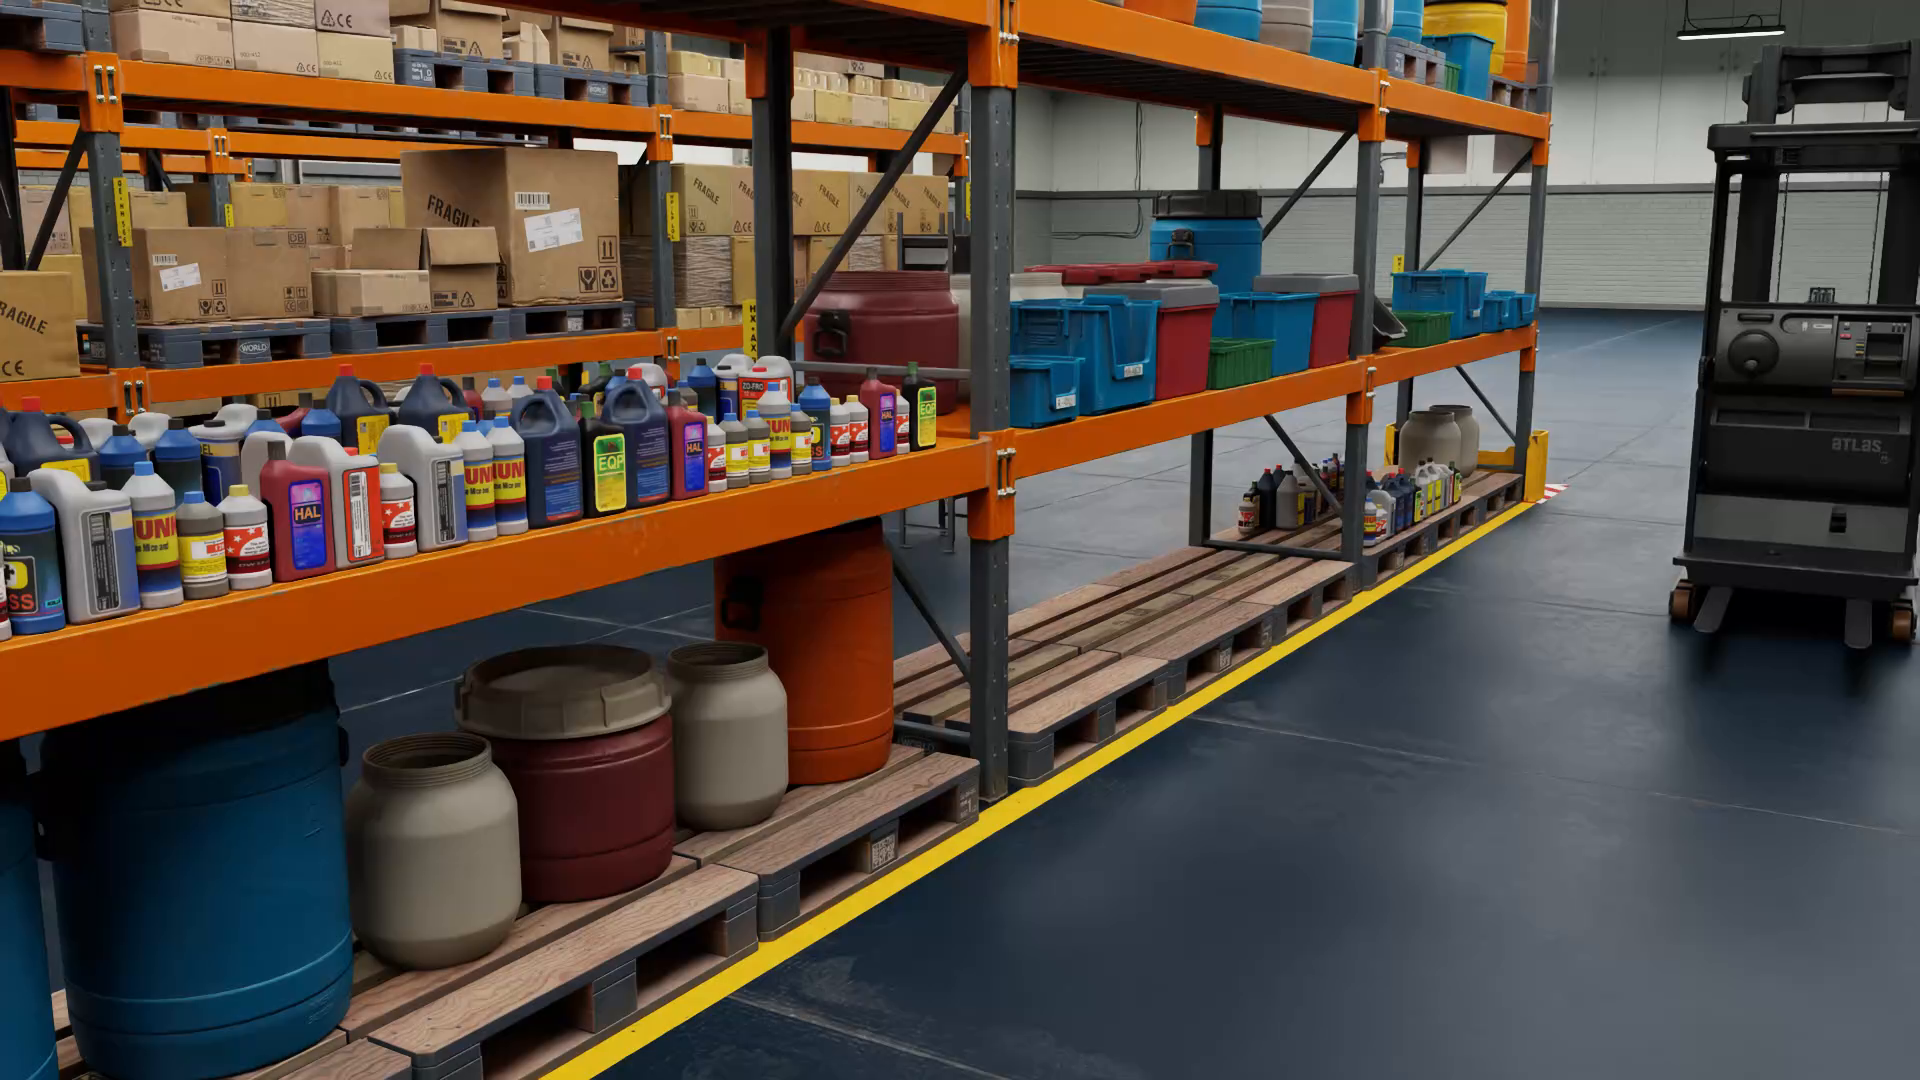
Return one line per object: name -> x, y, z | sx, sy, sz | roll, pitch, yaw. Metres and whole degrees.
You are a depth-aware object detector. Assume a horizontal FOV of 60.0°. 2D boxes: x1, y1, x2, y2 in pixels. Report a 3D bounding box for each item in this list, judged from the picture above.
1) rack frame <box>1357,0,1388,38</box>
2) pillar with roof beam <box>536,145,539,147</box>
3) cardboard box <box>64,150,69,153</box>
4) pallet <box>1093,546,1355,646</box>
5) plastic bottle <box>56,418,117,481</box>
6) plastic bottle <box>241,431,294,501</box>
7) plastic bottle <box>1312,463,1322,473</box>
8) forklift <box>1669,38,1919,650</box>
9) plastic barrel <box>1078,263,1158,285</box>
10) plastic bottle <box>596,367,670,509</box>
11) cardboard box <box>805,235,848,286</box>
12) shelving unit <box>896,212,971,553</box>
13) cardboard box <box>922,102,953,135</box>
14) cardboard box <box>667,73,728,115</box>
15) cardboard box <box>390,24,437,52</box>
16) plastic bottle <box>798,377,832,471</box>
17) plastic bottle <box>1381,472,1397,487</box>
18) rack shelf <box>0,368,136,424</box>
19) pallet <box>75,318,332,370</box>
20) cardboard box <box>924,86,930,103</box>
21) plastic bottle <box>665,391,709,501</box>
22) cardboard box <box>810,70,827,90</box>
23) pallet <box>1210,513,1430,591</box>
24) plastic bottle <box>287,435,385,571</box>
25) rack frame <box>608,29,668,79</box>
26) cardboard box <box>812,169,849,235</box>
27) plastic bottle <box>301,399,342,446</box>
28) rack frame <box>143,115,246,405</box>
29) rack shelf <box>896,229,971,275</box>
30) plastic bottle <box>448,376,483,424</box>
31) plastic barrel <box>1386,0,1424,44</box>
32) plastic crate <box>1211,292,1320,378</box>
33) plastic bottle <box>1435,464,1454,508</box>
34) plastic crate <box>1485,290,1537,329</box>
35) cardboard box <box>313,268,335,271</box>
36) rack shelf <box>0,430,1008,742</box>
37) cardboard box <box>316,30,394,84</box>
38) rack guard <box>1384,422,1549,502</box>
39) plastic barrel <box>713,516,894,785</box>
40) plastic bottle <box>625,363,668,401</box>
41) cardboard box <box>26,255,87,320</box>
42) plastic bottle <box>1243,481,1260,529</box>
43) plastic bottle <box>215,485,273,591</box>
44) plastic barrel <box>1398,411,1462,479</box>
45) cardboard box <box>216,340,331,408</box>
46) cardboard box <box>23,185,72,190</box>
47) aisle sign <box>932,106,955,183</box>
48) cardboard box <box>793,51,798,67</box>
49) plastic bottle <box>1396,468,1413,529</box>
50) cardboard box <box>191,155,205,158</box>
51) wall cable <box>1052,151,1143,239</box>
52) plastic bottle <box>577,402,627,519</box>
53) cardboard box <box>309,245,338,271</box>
rack frame -> 1.790, -4.172, 8.699 | 1.000, 3.000, 0.127 | 6, 12, 31
pillar with roof beam -> -4.303, -8.147, 29.933 | 9.100, 9.000, 0.548 | 6, 12, 31
cardboard box -> -9.739, -4.263, 18.017 | 0.380, 0.149, 0.250 | 6, 12, 31
pallet -> 1.416, 0.275, 8.828 | 1.003, 0.211, 1.213 | 6, 12, 31
plastic bottle -> -1.983, -0.134, 3.768 | 0.152, 0.276, 0.135 | 6, 12, 31
plastic bottle -> -1.447, -0.101, 3.592 | 0.152, 0.276, 0.135 | 6, 12, 31
plastic bottle -> 2.324, -0.371, 10.916 | 0.097, 0.271, 0.097 | 0, 11, 0
forklift -> 4.324, -1.029, 8.398 | 1.130, 2.935, 3.031 | 6, 12, 28
plastic barrel -> 0.725, -1.045, 7.930 | 0.433, 0.535, 0.433 | 0, 11, 0
plastic bottle -> -0.844, -0.265, 4.265 | 0.144, 0.351, 0.185 | 6, 12, 31
cardboard box -> -1.398, -2.195, 13.361 | 0.875, 0.500, 0.500 | 6, 12, 31
shelving unit -> -0.086, -1.006, 10.536 | 0.431, 2.100, 0.503 | 6, 12, 31
cardboard box -> -0.400, -3.626, 14.342 | 0.500, 0.250, 0.500 | 7, 13, 32
cardboard box -> -1.991, -3.143, 11.764 | 0.500, 0.250, 0.500 | 6, 12, 28
cardboard box -> -3.331, -2.958, 9.859 | 0.380, 0.166, 0.250 | 6, 12, 29
plastic bottle -> -0.428, -0.343, 4.900 | 0.097, 0.271, 0.097 | 0, 11, 0
plastic bottle -> 2.743, -0.295, 10.498 | 0.152, 0.276, 0.135 | 6, 12, 31
rack shelf -> -5.558, -0.399, 6.804 | 1.077, 0.370, 4.000 | 6, 12, 31
pallet -> -4.241, -1.095, 9.089 | 1.213, 0.211, 1.003 | 6, 12, 31
cardboard box -> -0.479, -3.819, 14.289 | 0.380, 0.149, 0.250 | 6, 12, 29
plastic bottle -> -0.725, -0.253, 4.384 | 0.061, 0.283, 0.133 | 6, 12, 31
cardboard box -> -1.262, -3.567, 12.944 | 0.380, 0.149, 0.250 | 7, 13, 32
pallet -> 2.174, 0.046, 10.050 | 1.003, 0.211, 1.213 | 6, 12, 31
plastic bottle -> -1.317, -0.086, 3.514 | 0.152, 0.276, 0.135 | 6, 12, 31
rack frame -> -2.443, -4.645, 11.226 | 1.000, 3.000, 0.127 | 6, 12, 31
cardboard box -> -1.224, -2.667, 13.165 | 0.500, 0.500, 0.500 | 6, 12, 31
plastic bottle -> -1.635, -0.225, 4.269 | 0.097, 0.271, 0.097 | 0, 11, 0
rack frame -> -6.630, -2.186, 14.395 | 1.000, 3.000, 0.127 | 6, 12, 31
rack shelf -> -0.086, -1.681, 10.410 | 0.431, 0.518, 0.480 | 6, 12, 31
plastic bottle -> -1.426, -0.322, 4.755 | 0.061, 0.283, 0.133 | 6, 12, 31
plastic barrel -> 2.398, -3.297, 9.672 | 0.600, 0.901, 0.708 | 6, 12, 31
plastic crate -> 1.483, -1.012, 8.167 | 0.392, 0.384, 0.575 | 6, 12, 31
plastic bottle -> 3.134, -0.362, 10.857 | 0.152, 0.276, 0.135 | 6, 12, 31
plastic crate -> 3.863, -1.672, 12.052 | 0.499, 0.251, 0.616 | 6, 12, 31
cardboard box -> -3.885, -1.496, 9.931 | 0.396, 0.266, 0.258 | 6, 12, 29
rack shelf -> -1.325, 0.074, 4.277 | 1.077, 0.370, 4.000 | 6, 12, 31
cardboard box -> -3.533, -2.680, 9.289 | 0.500, 0.250, 0.500 | 7, 13, 32
rack guard -> 3.868, -0.607, 12.753 | 1.175, 0.500, 0.348 | 6, 12, 31
plastic barrel -> -0.526, 0.345, 5.632 | 0.600, 0.830, 0.708 | 6, 12, 31
plastic bottle -> -1.028, -0.423, 5.315 | 0.152, 0.276, 0.135 | 6, 12, 31
cardboard box -> -7.197, -1.969, 12.962 | 0.500, 0.500, 0.500 | 7, 12, 31
plastic bottle -> 1.758, -0.211, 10.033 | 0.061, 0.283, 0.133 | 7, 13, 34
plastic bottle -> -1.423, -0.008, 3.297 | 0.097, 0.201, 0.097 | 0, 11, 0
plastic barrel -> 3.330, -0.646, 11.789 | 0.421, 0.512, 0.421 | 0, 11, 0
cardboard box -> -6.243, -1.440, 15.044 | 0.875, 0.875, 0.875 | 7, 12, 32
cardboard box -> -9.931, -3.533, 17.792 | 0.700, 0.500, 0.500 | 6, 12, 29
aisle sign -> -0.078, -3.584, 14.799 | 0.394, 0.787, 0.004 | 6, 12, 31
cardboard box -> -1.368, -4.033, 13.671 | 0.500, 0.500, 0.500 | 6, 12, 30
plastic bottle -> 2.662, -0.254, 10.079 | 0.144, 0.351, 0.185 | 6, 12, 28
cardboard box -> -8.883, -4.498, 19.275 | 0.380, 0.149, 0.250 | 6, 12, 31
wall cable -> 4.023, -10.200, 49.337 | 3.097, 2.526, 0.112 | 6, 12, 31
plastic bottle -> -0.891, -0.203, 4.116 | 0.061, 0.283, 0.133 | 6, 12, 31
cardboard box -> -6.182, -2.408, 15.170 | 0.875, 0.550, 0.550 | 6, 12, 31
